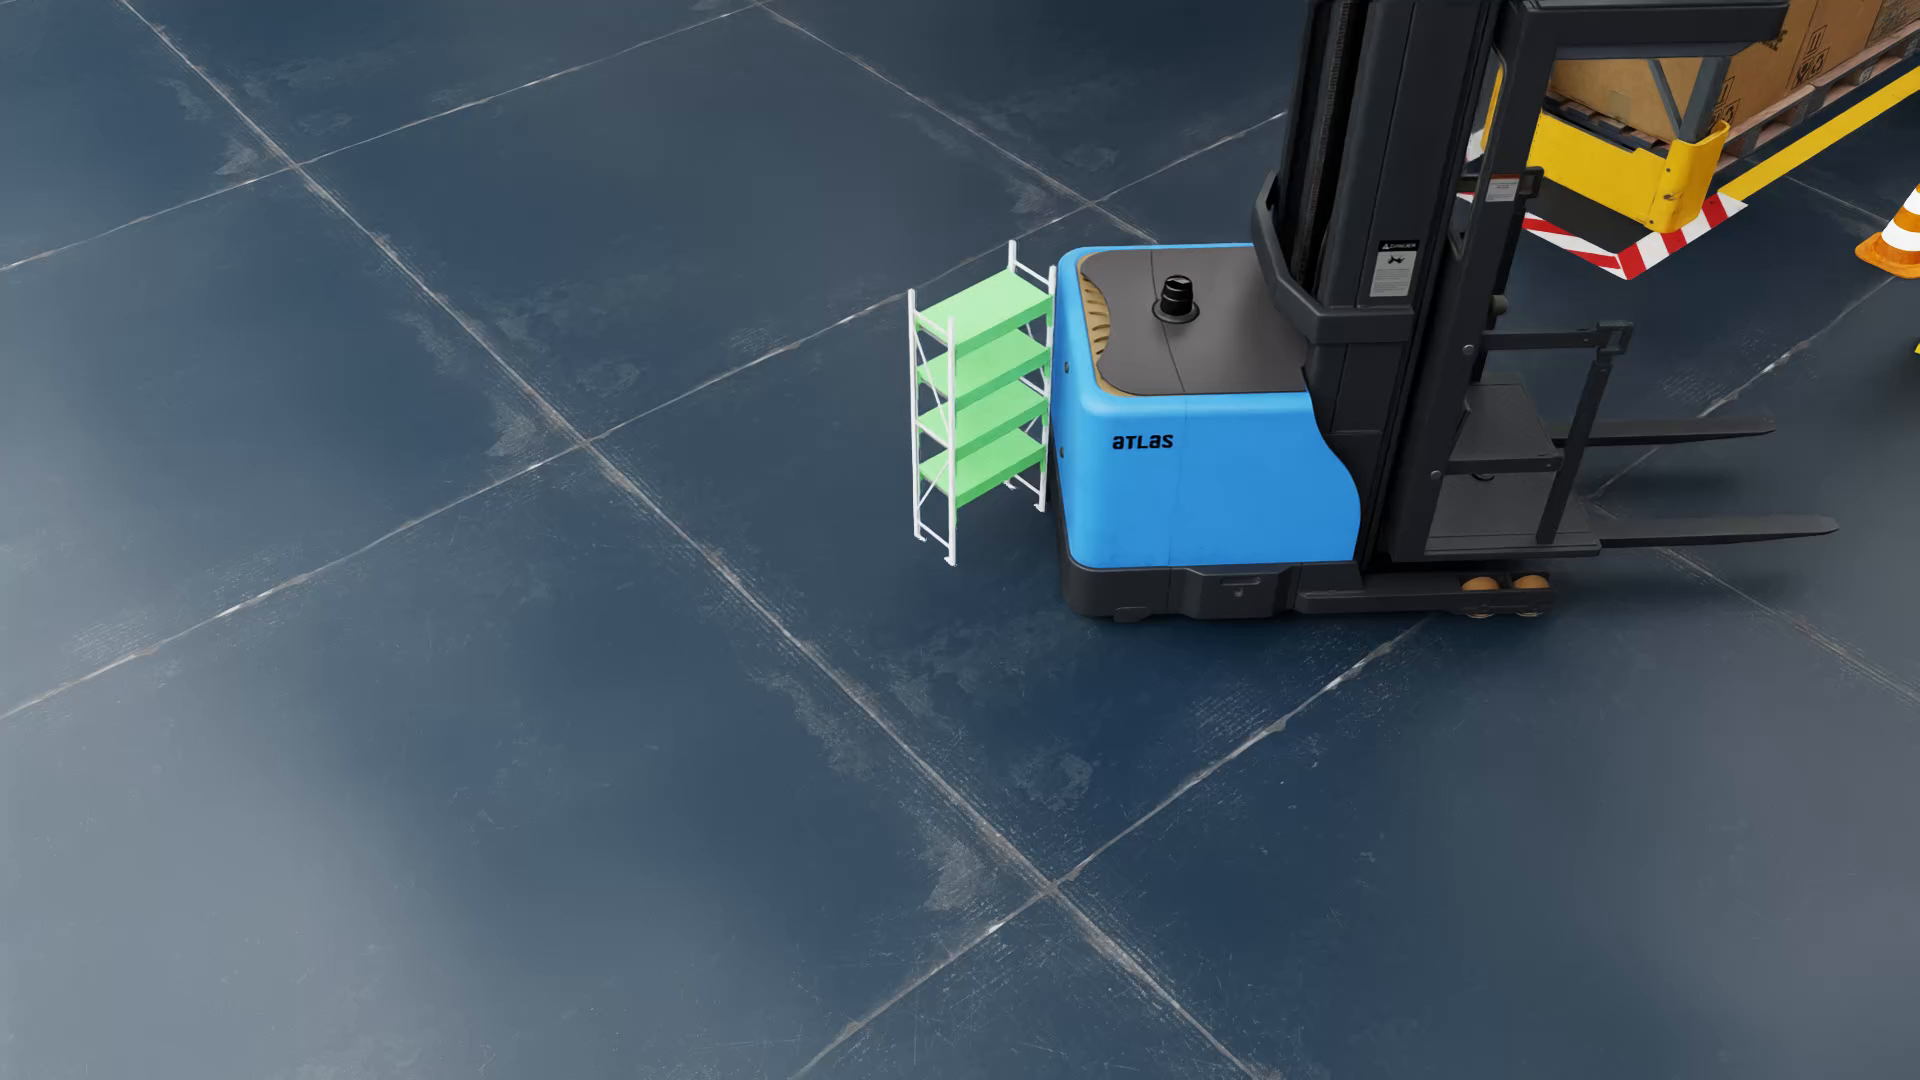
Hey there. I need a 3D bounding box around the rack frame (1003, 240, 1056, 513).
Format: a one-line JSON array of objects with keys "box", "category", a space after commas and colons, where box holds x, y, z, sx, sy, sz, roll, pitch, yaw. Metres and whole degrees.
[{"box": [0.267, -0.615, 6.529, 0.015, 1.200, 0.240, -31, 51, -29], "category": "rack frame"}]

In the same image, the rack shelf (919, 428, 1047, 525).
[{"box": [0.083, -0.284, 6.620, 0.480, 0.148, 0.258, -31, 51, -29], "category": "rack shelf"}]

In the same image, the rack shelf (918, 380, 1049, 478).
[{"box": [0.083, -0.459, 6.456, 0.480, 0.148, 0.258, -31, 51, -29], "category": "rack shelf"}]

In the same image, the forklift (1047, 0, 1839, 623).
[{"box": [1.895, -1.129, 5.811, 3.031, 2.935, 1.130, -2, 43, -2], "category": "forklift"}]

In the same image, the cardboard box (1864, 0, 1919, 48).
[{"box": [5.183, -3.512, 9.543, 0.875, 0.875, 0.875, -29, 51, -28], "category": "cardboard box"}]

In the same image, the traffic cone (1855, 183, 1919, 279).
[{"box": [4.650, -1.577, 8.091, 0.334, 0.463, 0.336, -30, 51, -28], "category": "traffic cone"}]

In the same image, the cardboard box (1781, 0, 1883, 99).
[{"box": [4.483, -3.112, 9.118, 0.875, 0.875, 0.875, -31, 51, -28], "category": "cardboard box"}]

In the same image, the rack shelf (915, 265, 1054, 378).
[{"box": [0.083, -0.809, 6.127, 0.480, 0.148, 0.258, -31, 51, -29], "category": "rack shelf"}]

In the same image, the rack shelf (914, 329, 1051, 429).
[{"box": [0.083, -0.634, 6.292, 0.480, 0.148, 0.258, -31, 51, -29], "category": "rack shelf"}]

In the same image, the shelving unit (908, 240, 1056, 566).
[{"box": [0.083, -0.506, 6.412, 0.503, 1.200, 0.258, -31, 51, -29], "category": "shelving unit"}]

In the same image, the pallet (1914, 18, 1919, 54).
[{"box": [5.766, -3.461, 10.281, 1.213, 0.211, 1.003, -30, 51, -28], "category": "pallet"}]

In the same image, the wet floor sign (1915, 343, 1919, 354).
[{"box": [4.580, -1.103, 7.453, 0.267, 0.644, 0.232, 30, 51, 28], "category": "wet floor sign"}]

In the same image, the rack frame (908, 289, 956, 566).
[{"box": [-0.102, -0.397, 6.296, 0.015, 1.200, 0.240, -31, 51, -29], "category": "rack frame"}]

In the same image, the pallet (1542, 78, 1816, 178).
[{"box": [3.895, -2.389, 9.140, 1.213, 0.211, 1.003, -30, 51, -28], "category": "pallet"}]

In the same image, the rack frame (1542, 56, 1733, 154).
[{"box": [3.332, -3.014, 7.768, 0.127, 3.000, 1.000, -30, 51, -28], "category": "rack frame"}]

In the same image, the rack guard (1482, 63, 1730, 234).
[{"box": [3.313, -2.092, 8.612, 0.348, 0.500, 1.175, -30, 51, -28], "category": "rack guard"}]

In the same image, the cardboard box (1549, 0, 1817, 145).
[{"box": [3.809, -2.725, 8.706, 0.875, 0.875, 0.875, -29, 51, -28], "category": "cardboard box"}]

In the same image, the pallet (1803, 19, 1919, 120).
[{"box": [4.830, -2.923, 9.708, 1.213, 0.211, 1.003, -30, 51, -28], "category": "pallet"}]
